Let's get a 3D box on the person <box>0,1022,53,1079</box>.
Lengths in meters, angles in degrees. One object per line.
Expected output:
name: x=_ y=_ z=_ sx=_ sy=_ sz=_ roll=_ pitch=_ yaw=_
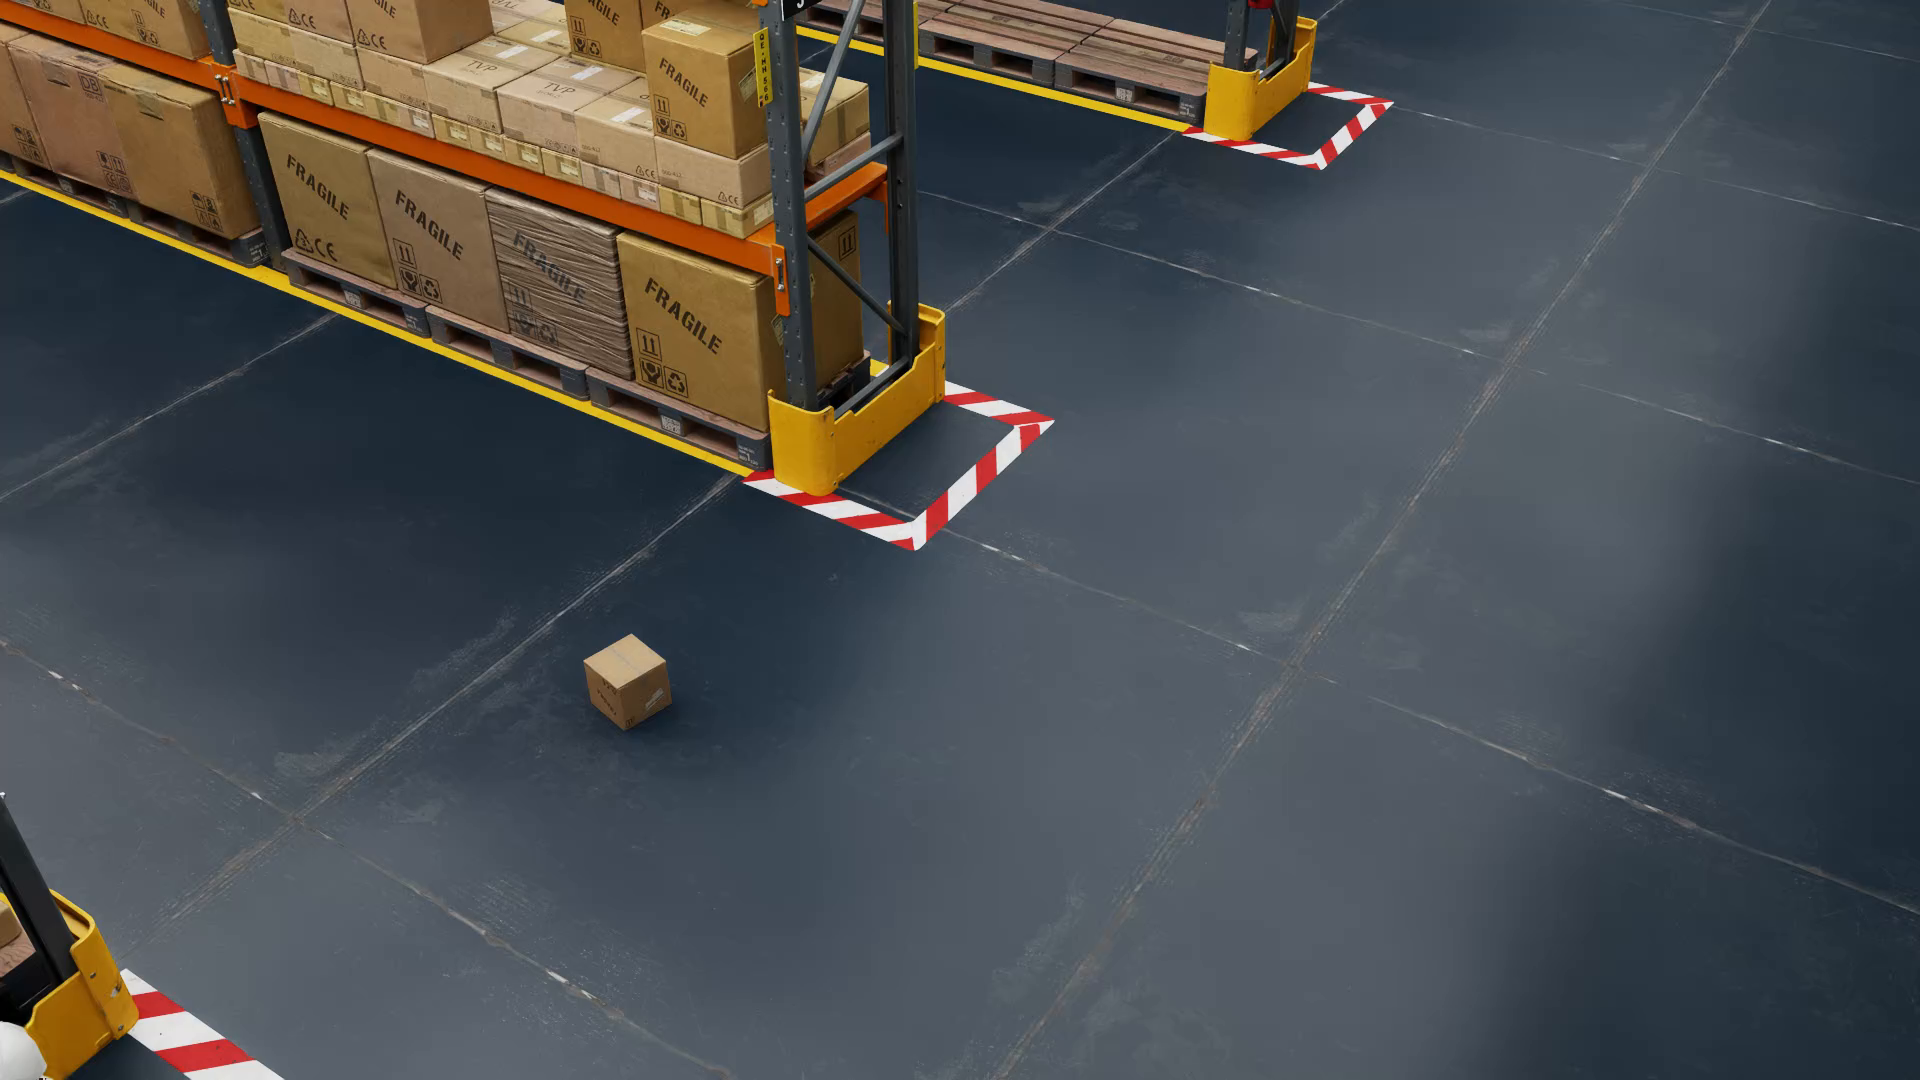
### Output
person: x=-2.303 y=1.917 z=4.207 sx=0.549 sy=1.784 sz=0.828 roll=18 pitch=42 yaw=22
